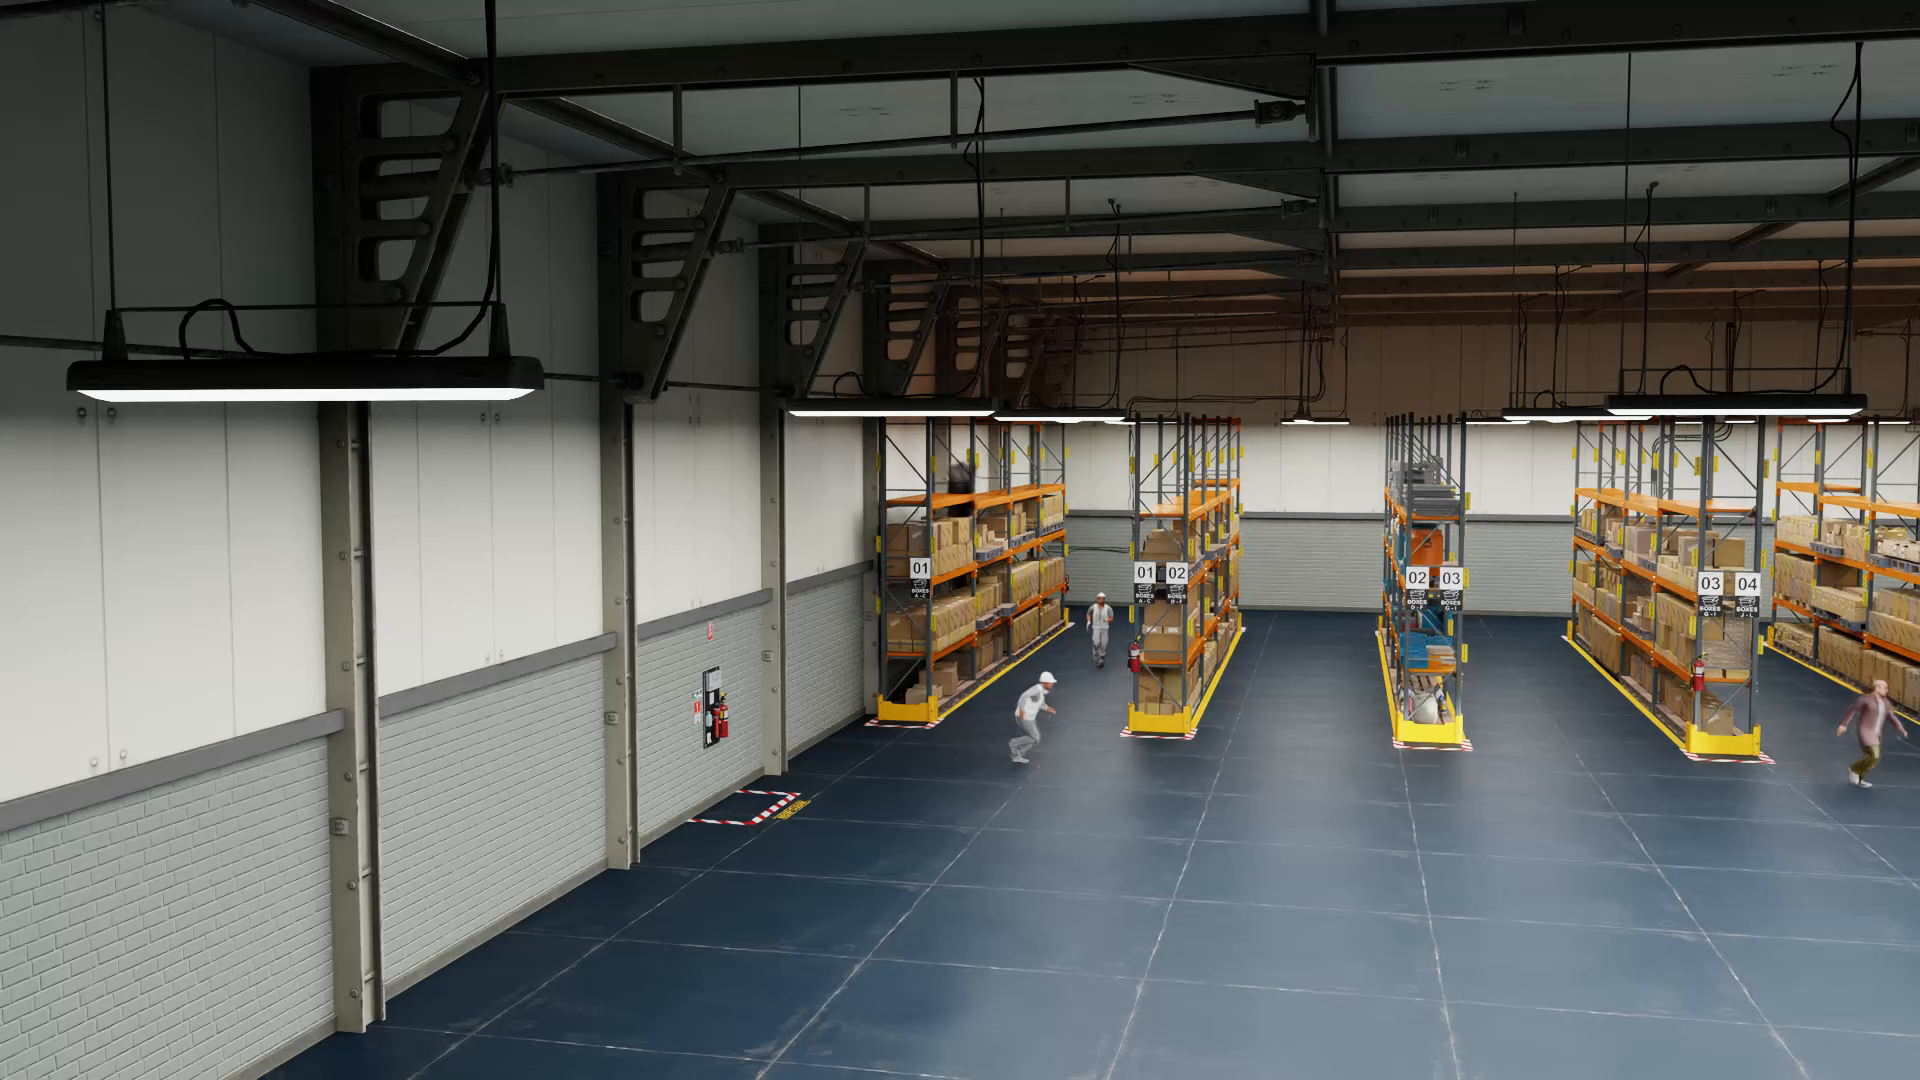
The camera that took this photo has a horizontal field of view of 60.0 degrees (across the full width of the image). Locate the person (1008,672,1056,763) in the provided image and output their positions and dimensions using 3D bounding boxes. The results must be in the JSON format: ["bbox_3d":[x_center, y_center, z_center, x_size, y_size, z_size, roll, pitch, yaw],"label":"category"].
[{"bbox_3d":[1.222,3.026,28.228,0.839,1.589,0.674,1,4,18],"label":"person"}]

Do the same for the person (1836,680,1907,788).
[{"bbox_3d":[14.464,3.072,26.309,0.686,1.737,0.849,-2,4,-26],"label":"person"}]

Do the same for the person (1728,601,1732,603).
[{"bbox_3d":[20.070,1.923,43.920,0.632,1.625,0.926,4,5,42],"label":"person"}]

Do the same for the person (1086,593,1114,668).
[{"bbox_3d":[3.338,2.151,39.590,0.643,1.783,0.702,0,4,0],"label":"person"}]
